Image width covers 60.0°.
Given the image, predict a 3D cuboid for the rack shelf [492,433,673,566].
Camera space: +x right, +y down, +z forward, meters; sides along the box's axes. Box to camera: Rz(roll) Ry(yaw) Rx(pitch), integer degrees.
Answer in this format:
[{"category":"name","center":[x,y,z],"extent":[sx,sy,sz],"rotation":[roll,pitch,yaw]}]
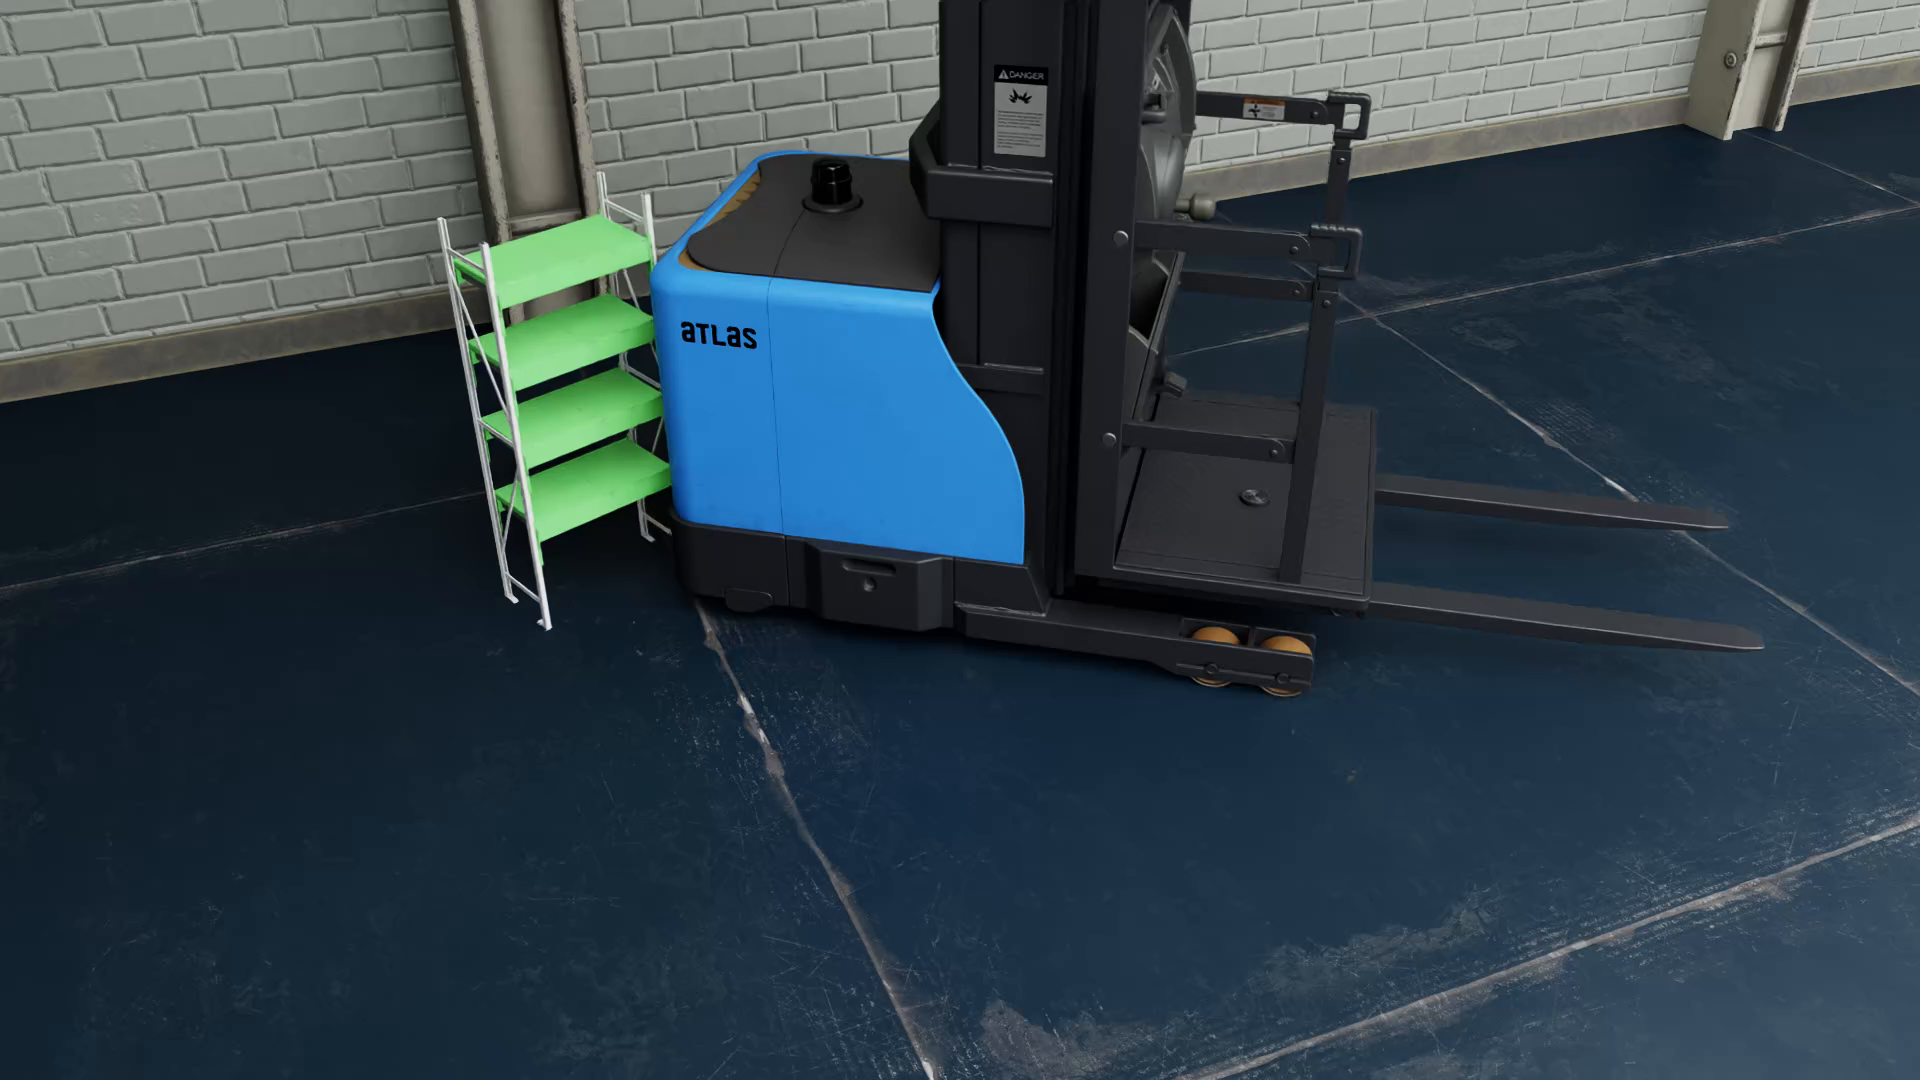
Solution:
[{"category":"rack shelf","center":[-1.101,-0.127,4.902],"extent":[0.480,0.148,0.258],"rotation":[-27,42,-35]}]

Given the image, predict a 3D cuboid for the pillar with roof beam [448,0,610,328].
[{"category":"pillar with roof beam","center":[0.078,-2.461,0.781],"extent":[0.400,9.000,9.100],"rotation":[-13,35,-19]}]

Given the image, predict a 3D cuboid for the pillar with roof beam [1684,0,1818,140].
[{"category":"pillar with roof beam","center":[5.611,-3.728,2.728],"extent":[0.400,9.000,9.100],"rotation":[-13,35,-19]}]

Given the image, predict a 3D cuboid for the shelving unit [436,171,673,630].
[{"category":"shelving unit","center":[-1.101,-0.381,4.736],"extent":[0.503,1.200,0.258],"rotation":[-27,42,-35]}]

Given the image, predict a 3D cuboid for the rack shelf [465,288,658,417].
[{"category":"rack shelf","center":[-1.101,-0.529,4.640],"extent":[0.480,0.148,0.258],"rotation":[-27,42,-35]}]

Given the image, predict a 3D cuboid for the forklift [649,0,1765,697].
[{"category":"forklift","center":[0.729,-1.115,4.276],"extent":[3.031,2.935,1.130],"rotation":[7,34,11]}]

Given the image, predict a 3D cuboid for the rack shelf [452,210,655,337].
[{"category":"rack shelf","center":[-1.101,-0.730,4.509],"extent":[0.480,0.148,0.258],"rotation":[-27,42,-35]}]

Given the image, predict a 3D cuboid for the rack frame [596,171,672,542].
[{"category":"rack frame","center":[-0.924,-0.473,4.876],"extent":[0.015,1.200,0.240],"rotation":[-27,42,-35]}]

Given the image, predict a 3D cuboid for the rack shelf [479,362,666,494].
[{"category":"rack shelf","center":[-1.101,-0.328,4.771],"extent":[0.480,0.148,0.258],"rotation":[-27,42,-35]}]

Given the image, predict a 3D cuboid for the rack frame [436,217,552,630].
[{"category":"rack frame","center":[-1.279,-0.290,4.596],"extent":[0.015,1.200,0.240],"rotation":[-27,42,-35]}]
